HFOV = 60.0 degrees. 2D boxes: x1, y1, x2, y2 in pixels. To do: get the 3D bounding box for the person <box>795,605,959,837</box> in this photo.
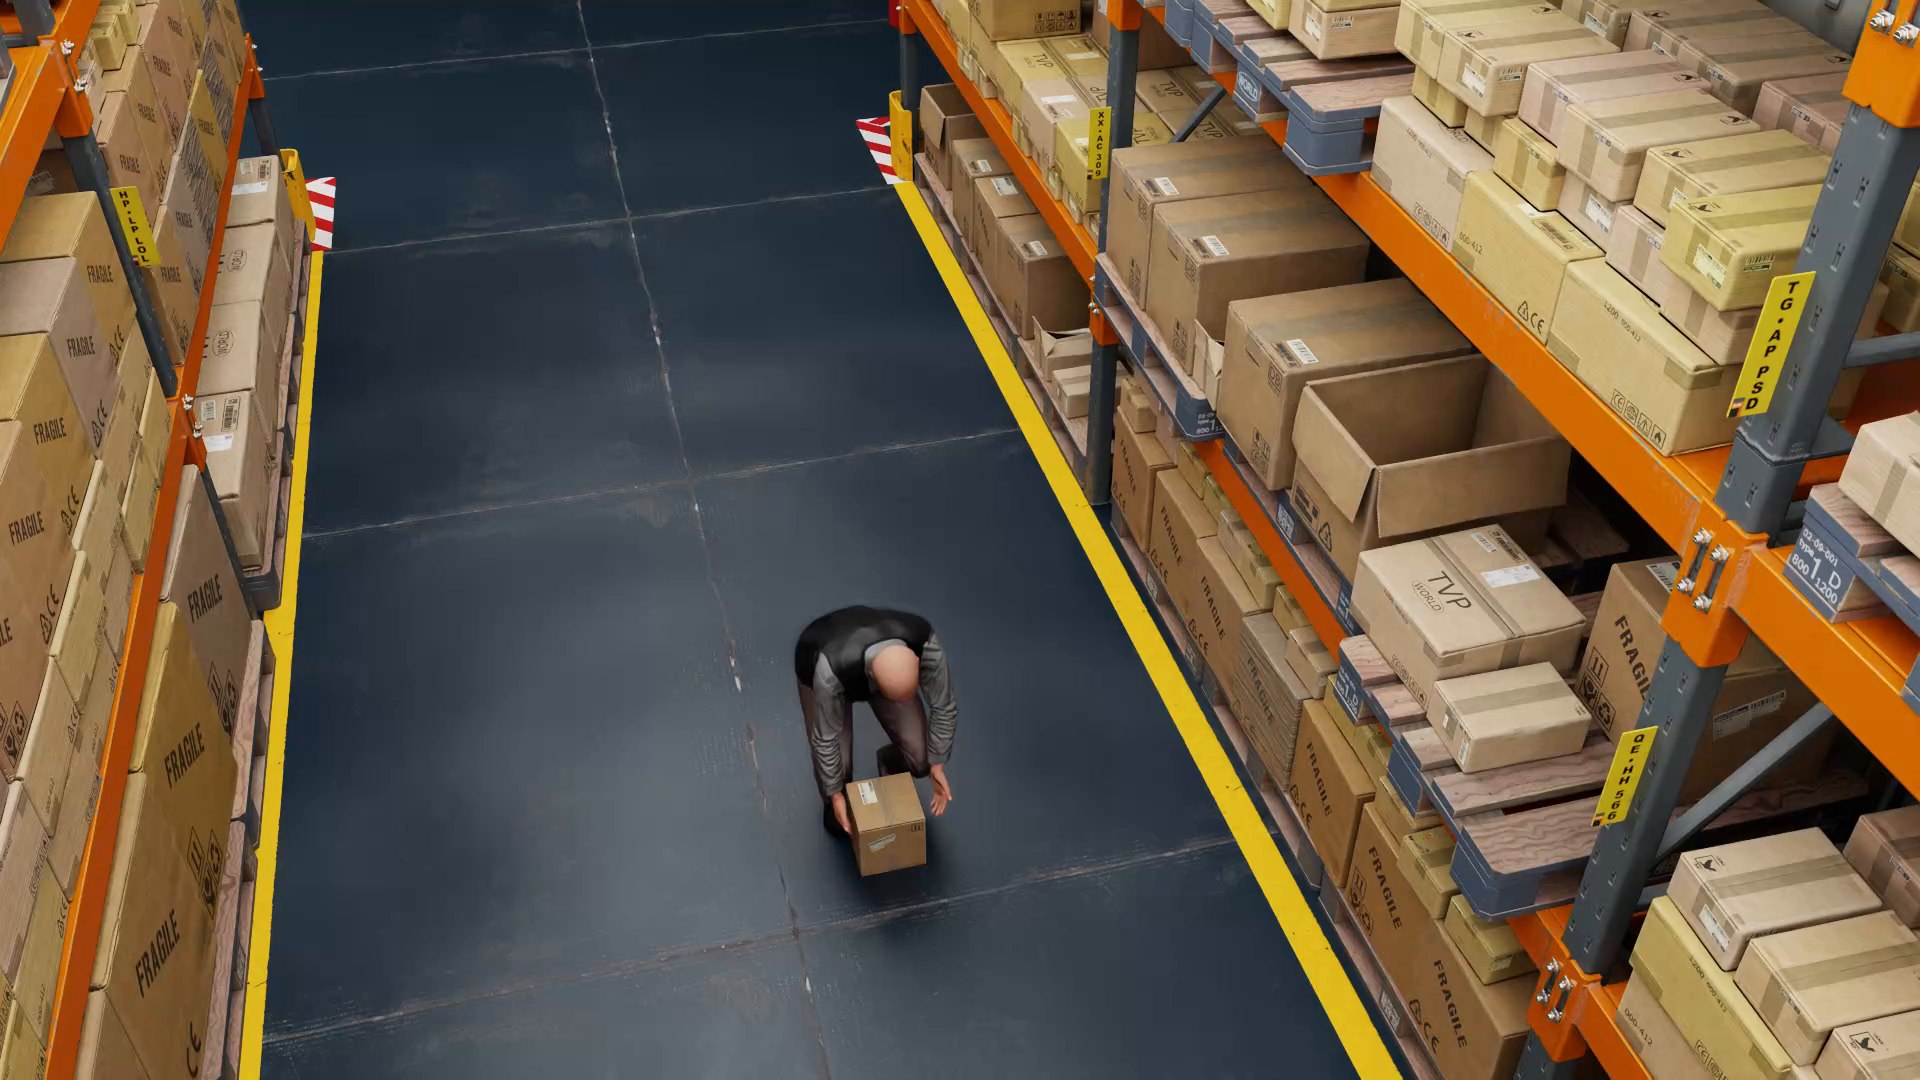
[{"bbox_3d":[-0.325,0.651,6.386,0.566,1.128,0.819,-9,39,-12],"label":"person"}]
